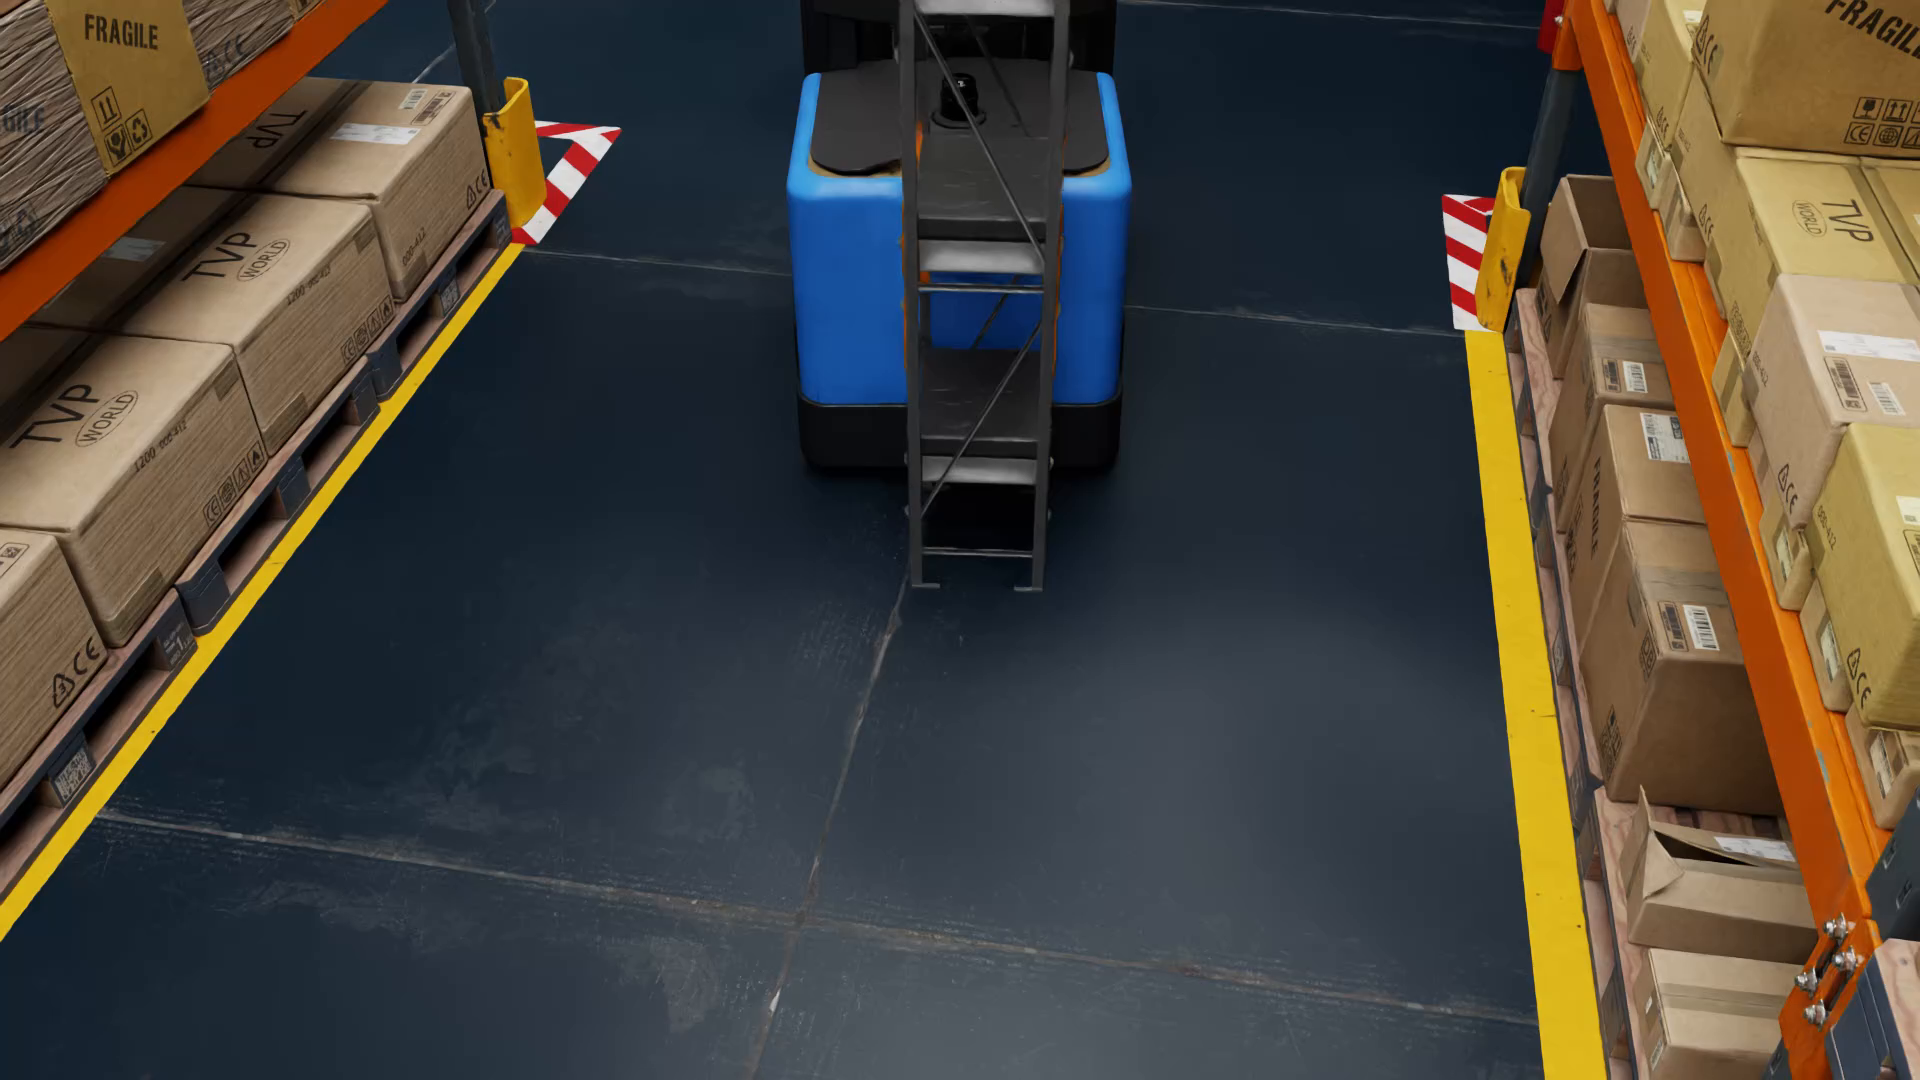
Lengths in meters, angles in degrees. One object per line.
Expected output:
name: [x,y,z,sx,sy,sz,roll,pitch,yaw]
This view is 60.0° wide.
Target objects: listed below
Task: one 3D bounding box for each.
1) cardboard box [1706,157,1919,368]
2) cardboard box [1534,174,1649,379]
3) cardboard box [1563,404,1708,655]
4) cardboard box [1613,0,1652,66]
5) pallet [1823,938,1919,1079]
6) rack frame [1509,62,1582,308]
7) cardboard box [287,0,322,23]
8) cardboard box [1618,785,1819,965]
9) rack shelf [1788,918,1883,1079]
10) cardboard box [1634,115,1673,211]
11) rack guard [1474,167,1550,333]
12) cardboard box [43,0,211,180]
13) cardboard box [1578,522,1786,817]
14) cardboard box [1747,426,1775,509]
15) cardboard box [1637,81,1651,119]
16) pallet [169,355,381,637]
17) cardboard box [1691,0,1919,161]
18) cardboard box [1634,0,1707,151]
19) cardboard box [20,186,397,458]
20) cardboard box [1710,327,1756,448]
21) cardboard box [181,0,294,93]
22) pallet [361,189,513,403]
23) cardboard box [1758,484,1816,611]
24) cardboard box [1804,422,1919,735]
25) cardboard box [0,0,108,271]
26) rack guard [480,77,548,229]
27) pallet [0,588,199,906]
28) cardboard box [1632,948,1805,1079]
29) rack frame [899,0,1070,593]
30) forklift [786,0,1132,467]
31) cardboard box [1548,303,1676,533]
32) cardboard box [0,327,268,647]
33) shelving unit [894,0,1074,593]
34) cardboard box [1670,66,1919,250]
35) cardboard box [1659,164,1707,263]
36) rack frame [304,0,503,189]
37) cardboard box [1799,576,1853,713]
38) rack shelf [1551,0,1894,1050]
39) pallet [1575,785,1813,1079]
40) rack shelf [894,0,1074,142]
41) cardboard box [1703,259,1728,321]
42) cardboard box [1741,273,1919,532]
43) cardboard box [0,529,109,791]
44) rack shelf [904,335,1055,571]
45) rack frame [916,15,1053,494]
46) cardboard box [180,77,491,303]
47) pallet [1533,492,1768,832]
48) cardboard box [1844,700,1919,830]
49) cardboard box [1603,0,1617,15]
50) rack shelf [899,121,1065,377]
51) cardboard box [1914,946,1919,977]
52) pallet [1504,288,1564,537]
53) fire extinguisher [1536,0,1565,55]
cardboard box: [1.881,-0.549,3.445,0.500,0.250,0.500,6,40,7]
cardboard box: [2.355,-0.855,5.560,0.797,0.503,0.637,5,40,6]
cardboard box: [1.979,-0.001,4.529,0.500,0.500,0.500,7,40,8]
cardboard box: [2.123,-1.514,4.612,0.500,0.250,0.500,7,40,8]
pallet: [1.616,1.045,1.783,1.003,0.211,1.213,6,40,8]
rack frame: [2.554,-2.029,5.350,1.000,3.000,0.127,6,40,8]
cardboard box: [-2.260,-1.967,5.197,0.500,0.500,0.500,6,40,7]
cardboard box: [1.731,0.767,3.784,0.396,0.266,0.258,8,40,9]
rack shelf: [1.516,2.014,1.025,1.077,0.370,4.000,6,40,8]
cardboard box: [1.955,-0.953,4.246,0.380,0.149,0.250,5,40,6]
rack guard: [2.541,-1.018,6.089,1.175,0.500,0.348,6,40,8]
cardboard box: [-2.416,-1.318,4.411,0.500,0.500,0.500,8,40,9]
cardboard box: [1.989,0.330,4.129,0.700,0.500,0.500,5,40,6]
cardboard box: [1.785,-0.143,3.266,0.380,0.149,0.250,7,40,9]
cardboard box: [2.113,-1.271,4.630,0.380,0.149,0.250,8,40,9]
pallet: [-2.610,-0.225,5.357,1.003,0.211,1.213,6,40,8]
cardboard box: [1.951,-1.178,3.617,0.500,0.500,0.500,7,40,9]
cardboard box: [2.039,-1.196,4.226,0.500,0.250,0.500,6,40,7]
cardboard box: [-2.501,-0.748,5.481,0.875,0.438,0.875,7,40,9]
cardboard box: [1.802,-0.306,3.464,0.380,0.149,0.250,6,40,7]
cardboard box: [-2.339,-1.643,4.805,0.500,0.500,0.500,7,40,9]
pallet: [-2.397,-0.989,6.280,1.003,0.211,1.213,6,40,8]
cardboard box: [1.713,0.019,3.070,0.380,0.149,0.250,7,40,9]
cardboard box: [1.710,0.078,2.686,0.500,0.250,0.500,7,40,9]
cardboard box: [-2.505,-0.994,4.020,0.500,0.500,0.500,7,40,8]
rack guard: [-2.331,-1.626,6.824,1.175,0.500,0.348,6,40,8]
pallet: [-2.819,0.543,4.428,1.003,0.211,1.213,6,40,8]
cardboard box: [1.669,1.036,3.550,0.380,0.149,0.250,5,40,6]
rack frame: [0.055,-0.662,4.399,0.400,2.100,0.015,2,39,2]
forklift: [-0.006,-2.279,5.706,1.130,2.935,3.031,0,40,0]
cardboard box: [2.169,-0.322,4.917,0.700,0.500,0.500,8,40,9]
cardboard box: [-2.659,-0.182,4.797,0.875,0.438,0.875,5,40,6]
shelving unit: [0.067,-0.816,4.587,0.431,2.100,0.503,2,39,2]
cardboard box: [1.971,-0.872,3.835,0.500,0.250,0.500,5,40,7]
cardboard box: [1.930,-0.785,4.043,0.380,0.149,0.250,7,40,9]
rack frame: [-2.335,-2.574,6.009,1.000,3.000,0.127,6,40,8]
cardboard box: [1.692,0.185,2.870,0.380,0.149,0.250,7,40,9]
rack shelf: [2.208,-0.496,4.061,1.077,0.370,4.000,6,40,8]
pallet: [1.982,1.125,3.723,1.003,0.211,1.213,6,40,8]
rack shelf: [0.069,-1.347,4.151,0.431,0.518,0.480,2,39,2]
cardboard box: [1.953,-0.616,3.838,0.380,0.149,0.250,6,40,8]
cardboard box: [1.782,-0.238,3.068,0.500,0.250,0.500,7,40,8]
cardboard box: [-2.813,0.380,4.118,0.875,0.438,0.875,6,40,7]
rack shelf: [0.065,-0.265,5.040,0.431,0.518,0.480,2,39,2]
rack frame: [0.079,-0.971,4.775,0.400,2.100,0.015,2,39,2]
cardboard box: [-2.351,-1.323,6.177,0.875,0.438,0.875,5,40,6]
pallet: [2.191,0.357,4.652,1.003,0.211,1.213,6,40,8]
cardboard box: [1.668,0.350,2.669,0.380,0.149,0.250,7,40,8]
cardboard box: [2.227,-1.756,5.217,0.380,0.149,0.250,6,40,7]
rack shelf: [0.067,-0.806,4.596,0.431,0.518,0.480,2,39,2]
cardboard box: [1.558,0.560,1.811,0.700,0.500,0.500,7,40,9]
pallet: [2.404,-0.406,5.576,1.003,0.211,1.213,6,40,8]
fire extinguisher: [2.124,-1.999,5.667,0.296,0.674,0.183,6,40,8]
